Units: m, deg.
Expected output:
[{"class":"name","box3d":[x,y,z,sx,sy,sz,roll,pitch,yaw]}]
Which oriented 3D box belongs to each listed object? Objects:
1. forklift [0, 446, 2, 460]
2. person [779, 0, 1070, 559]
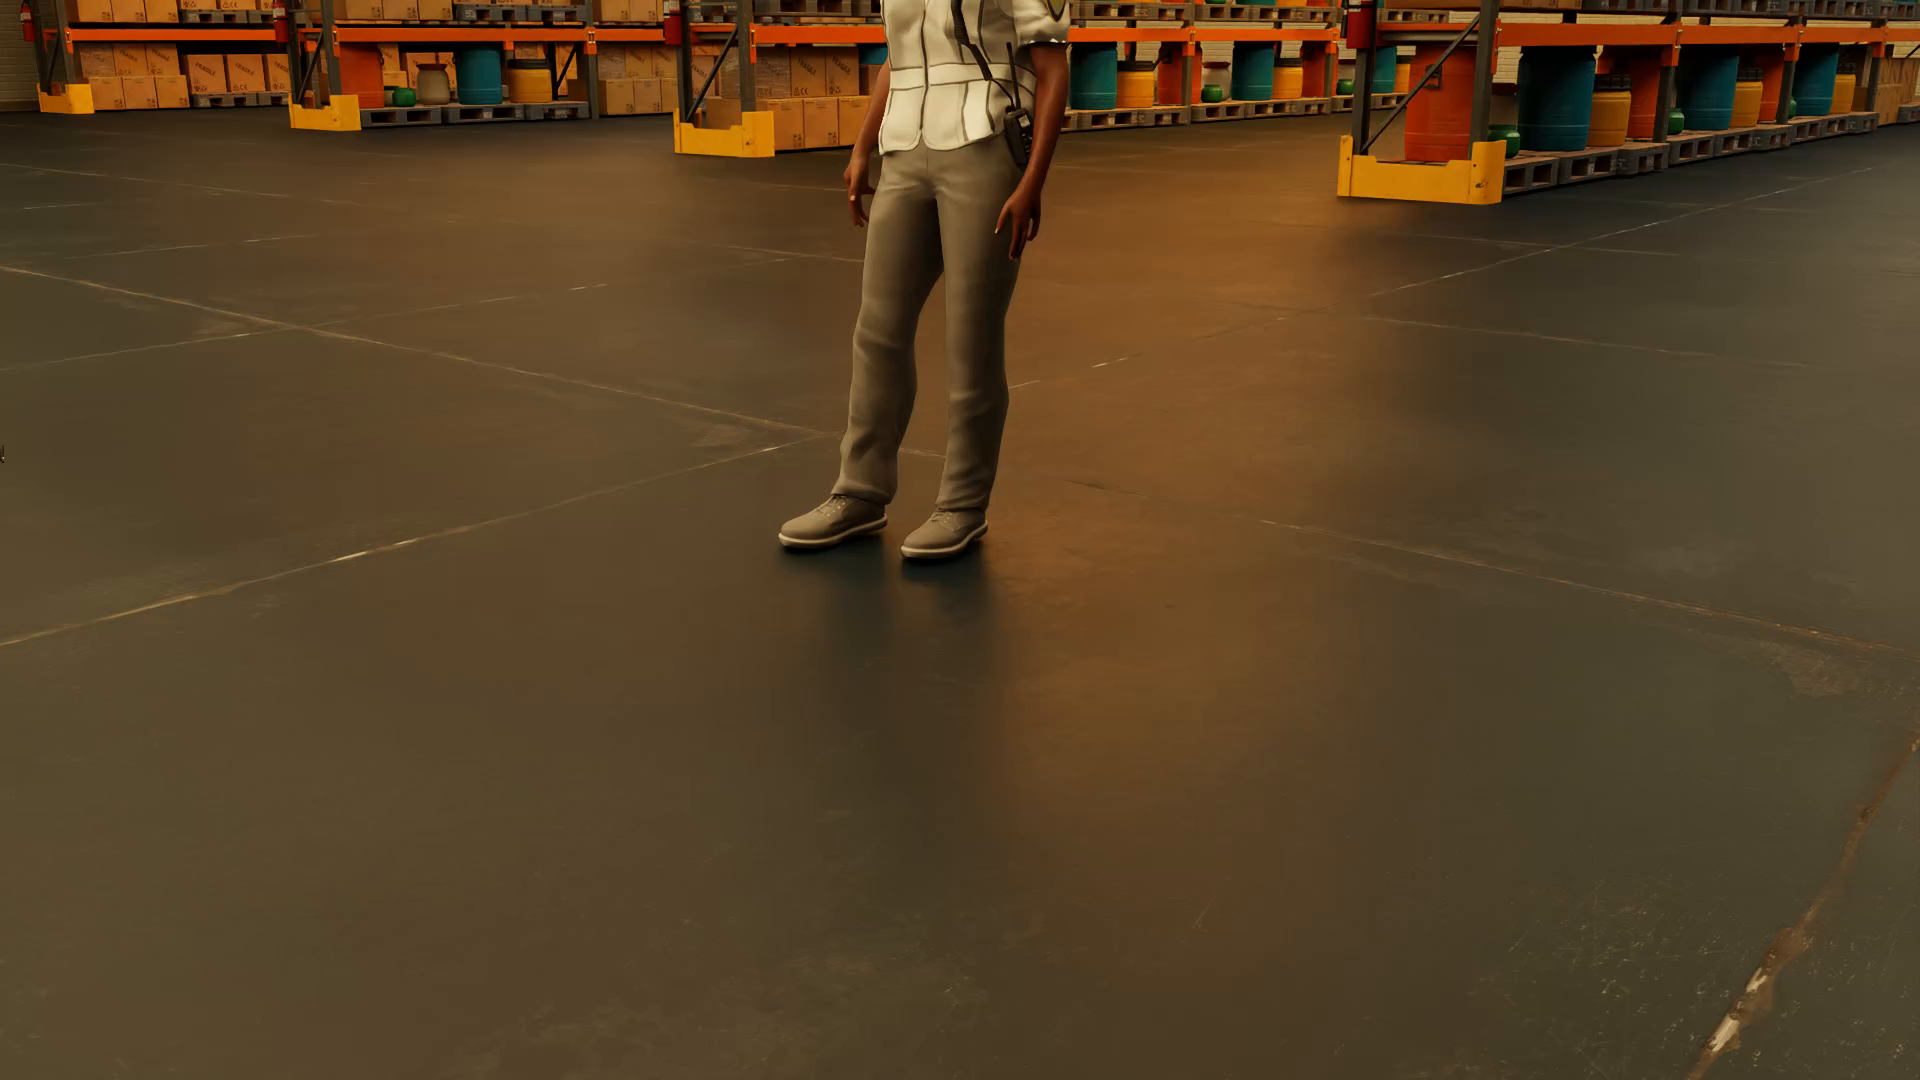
[{"class":"forklift","box3d":[-4.028,-1.403,3.517,3.031,2.935,1.130,0,17,-2]},{"class":"person","box3d":[-0.063,-0.805,3.651,0.569,1.695,0.530,13,21,37]}]
